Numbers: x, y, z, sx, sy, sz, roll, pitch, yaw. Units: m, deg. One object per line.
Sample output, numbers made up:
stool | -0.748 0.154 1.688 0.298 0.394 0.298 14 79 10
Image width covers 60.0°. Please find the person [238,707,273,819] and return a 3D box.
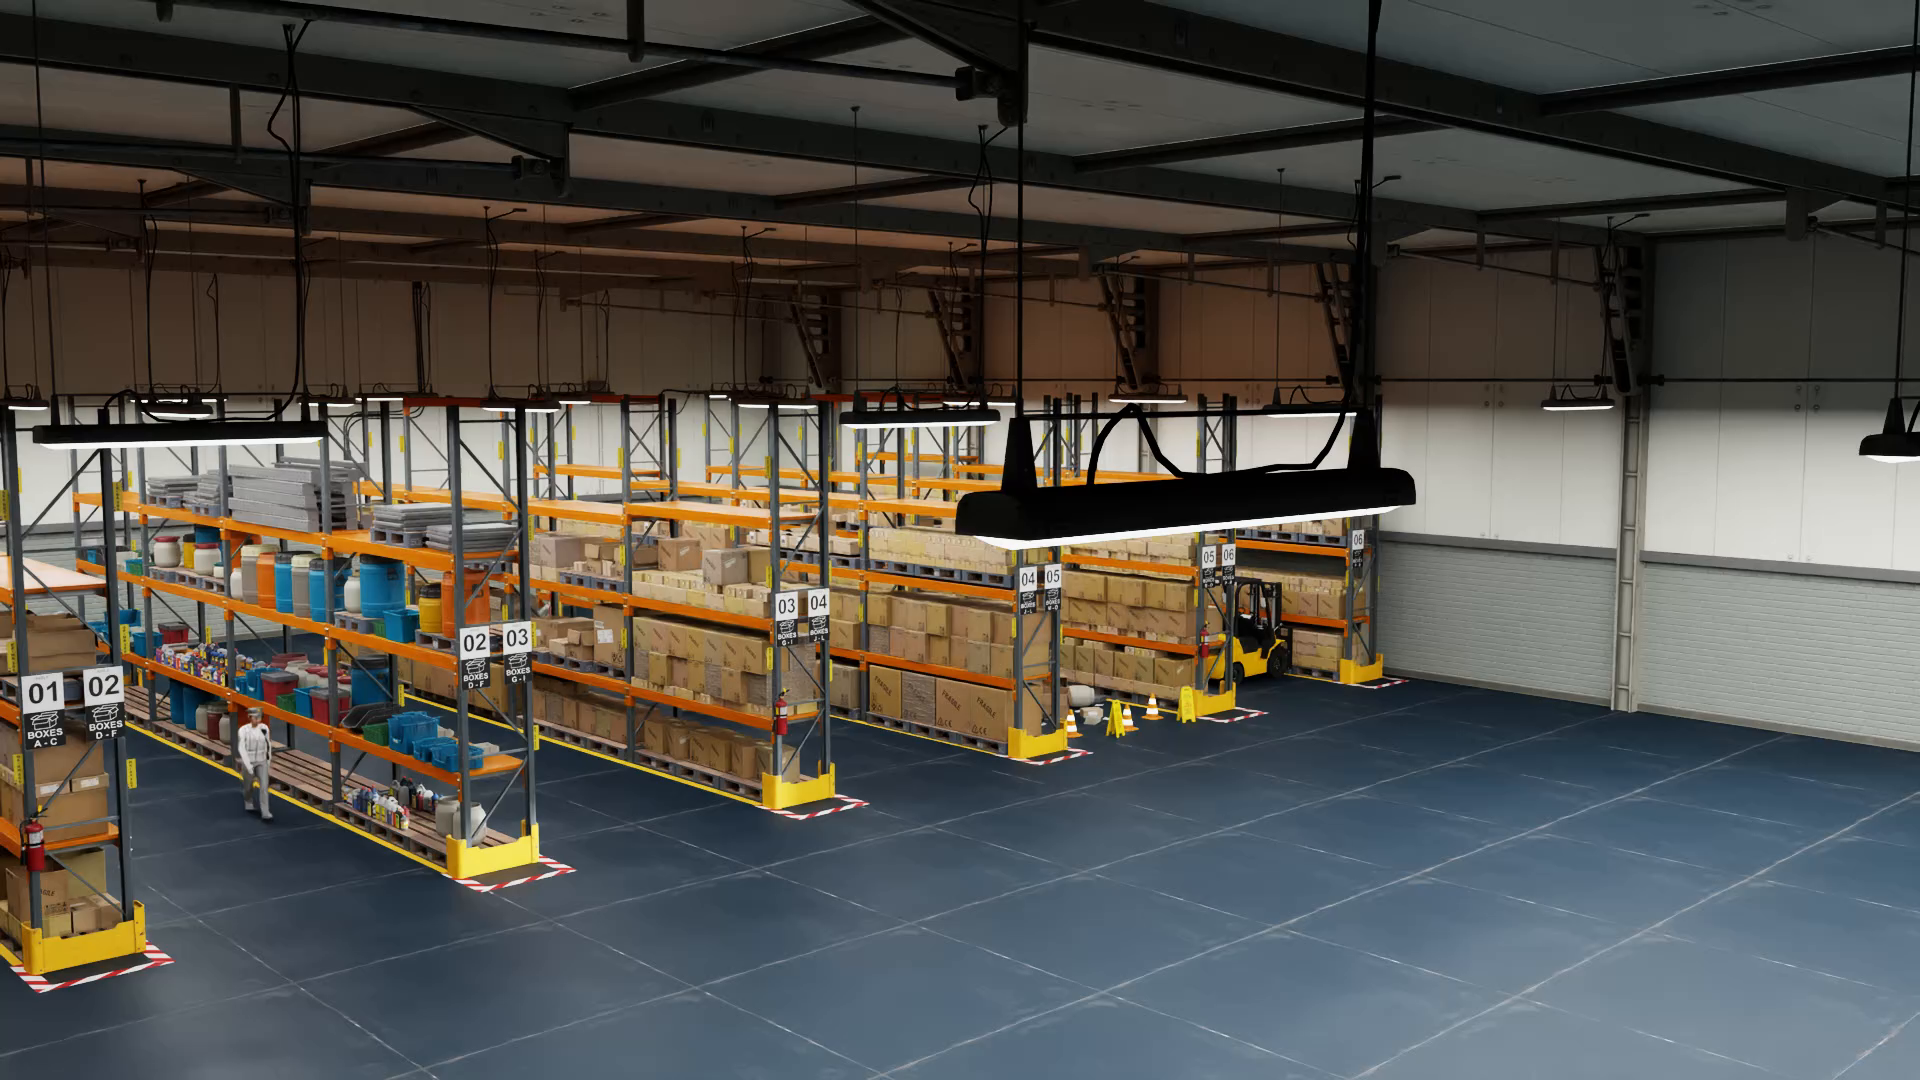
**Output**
person | -10.172 3.208 24.043 0.472 1.580 1.075 -3 7 -32

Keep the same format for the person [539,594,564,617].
person | -8.998 1.960 36.614 0.645 1.686 0.631 -3 7 -32

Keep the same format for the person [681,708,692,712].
person | -5.181 2.438 31.611 0.449 1.671 0.491 5 8 44

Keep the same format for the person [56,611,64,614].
person | -18.314 2.241 33.882 0.454 1.586 1.072 5 8 43
